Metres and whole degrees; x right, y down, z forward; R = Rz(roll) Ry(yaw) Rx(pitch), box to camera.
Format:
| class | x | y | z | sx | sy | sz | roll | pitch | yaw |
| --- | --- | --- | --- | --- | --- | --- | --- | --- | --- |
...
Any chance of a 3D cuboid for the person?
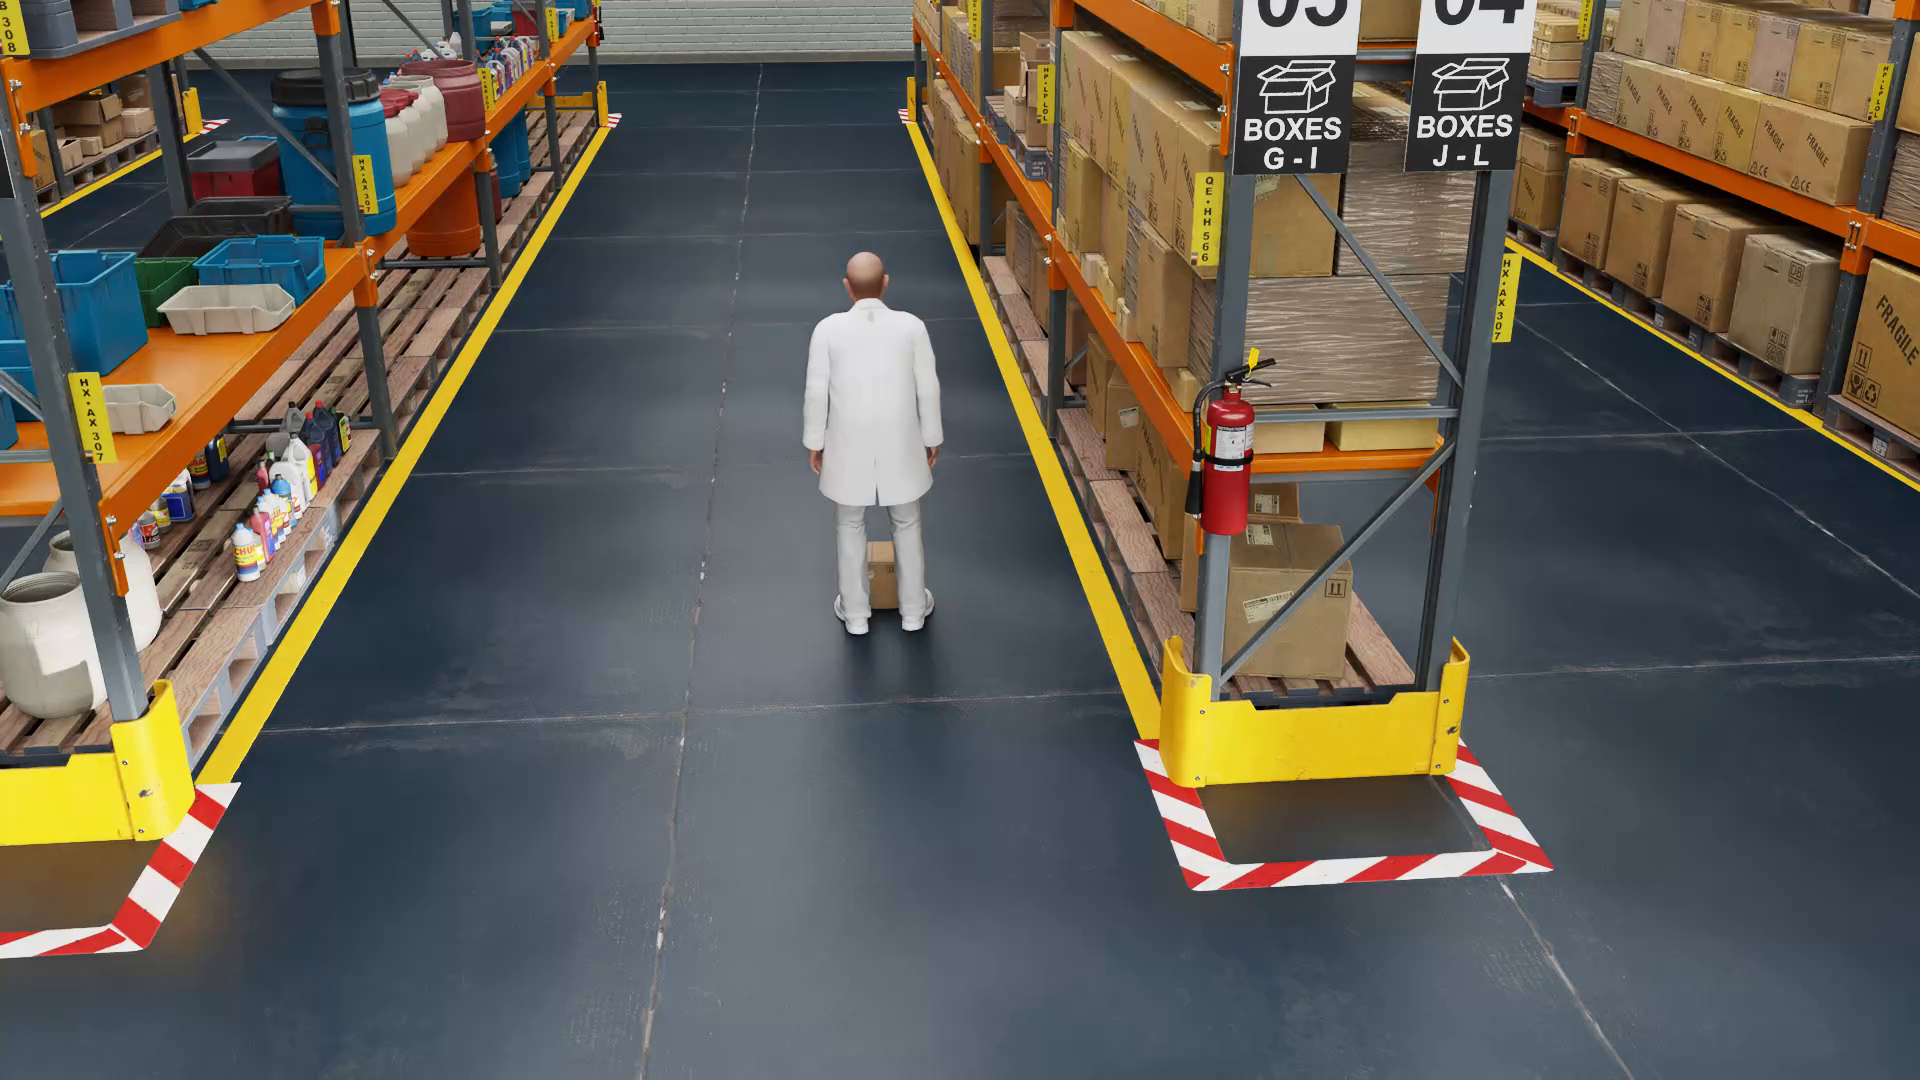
| class | x | y | z | sx | sy | sz | roll | pitch | yaw |
| --- | --- | --- | --- | --- | --- | --- | --- | --- | --- |
| person | -0.394 | -0.431 | 7.613 | 0.644 | 1.774 | 0.424 | -2 | 23 | -5 |
